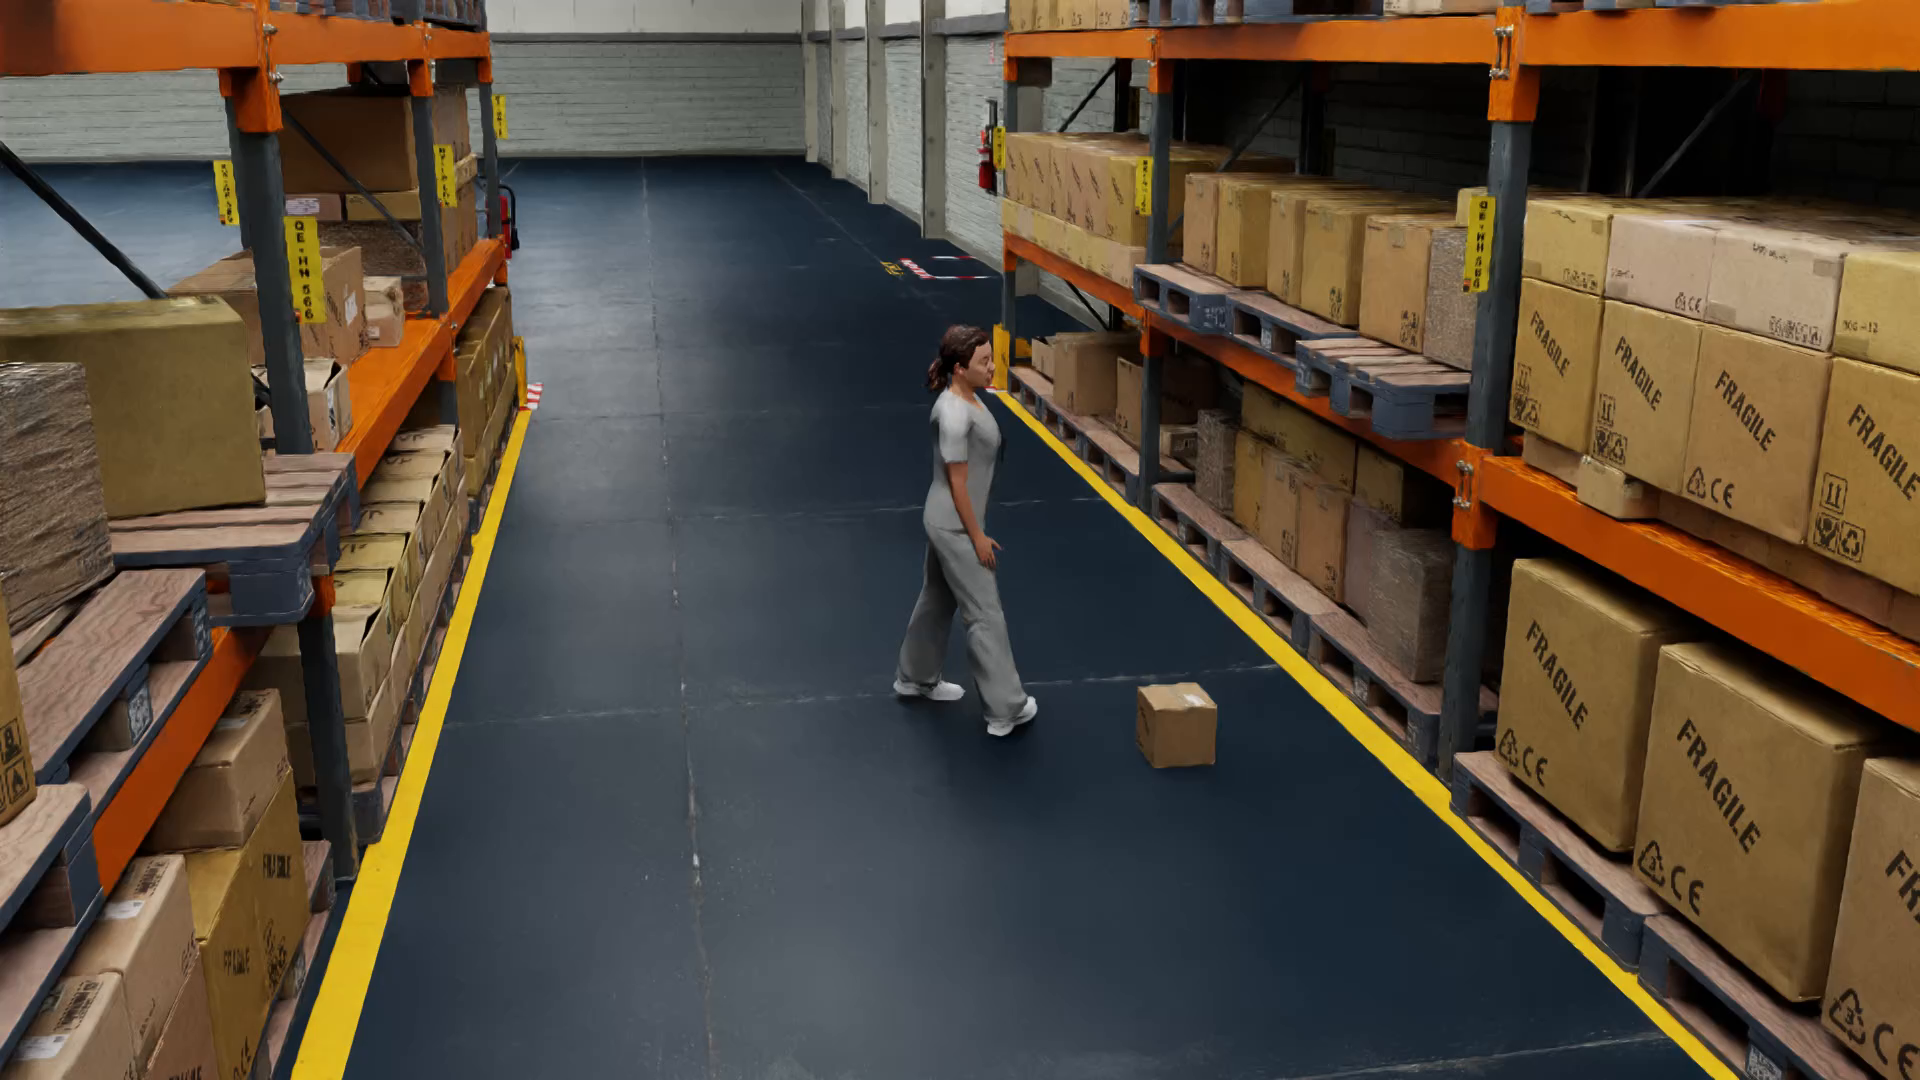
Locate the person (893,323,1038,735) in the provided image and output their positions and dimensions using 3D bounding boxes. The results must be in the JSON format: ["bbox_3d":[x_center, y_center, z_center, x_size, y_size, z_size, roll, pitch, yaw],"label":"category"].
[{"bbox_3d":[0.016,-0.054,6.752,0.618,1.671,0.536,0,16,1],"label":"person"}]
